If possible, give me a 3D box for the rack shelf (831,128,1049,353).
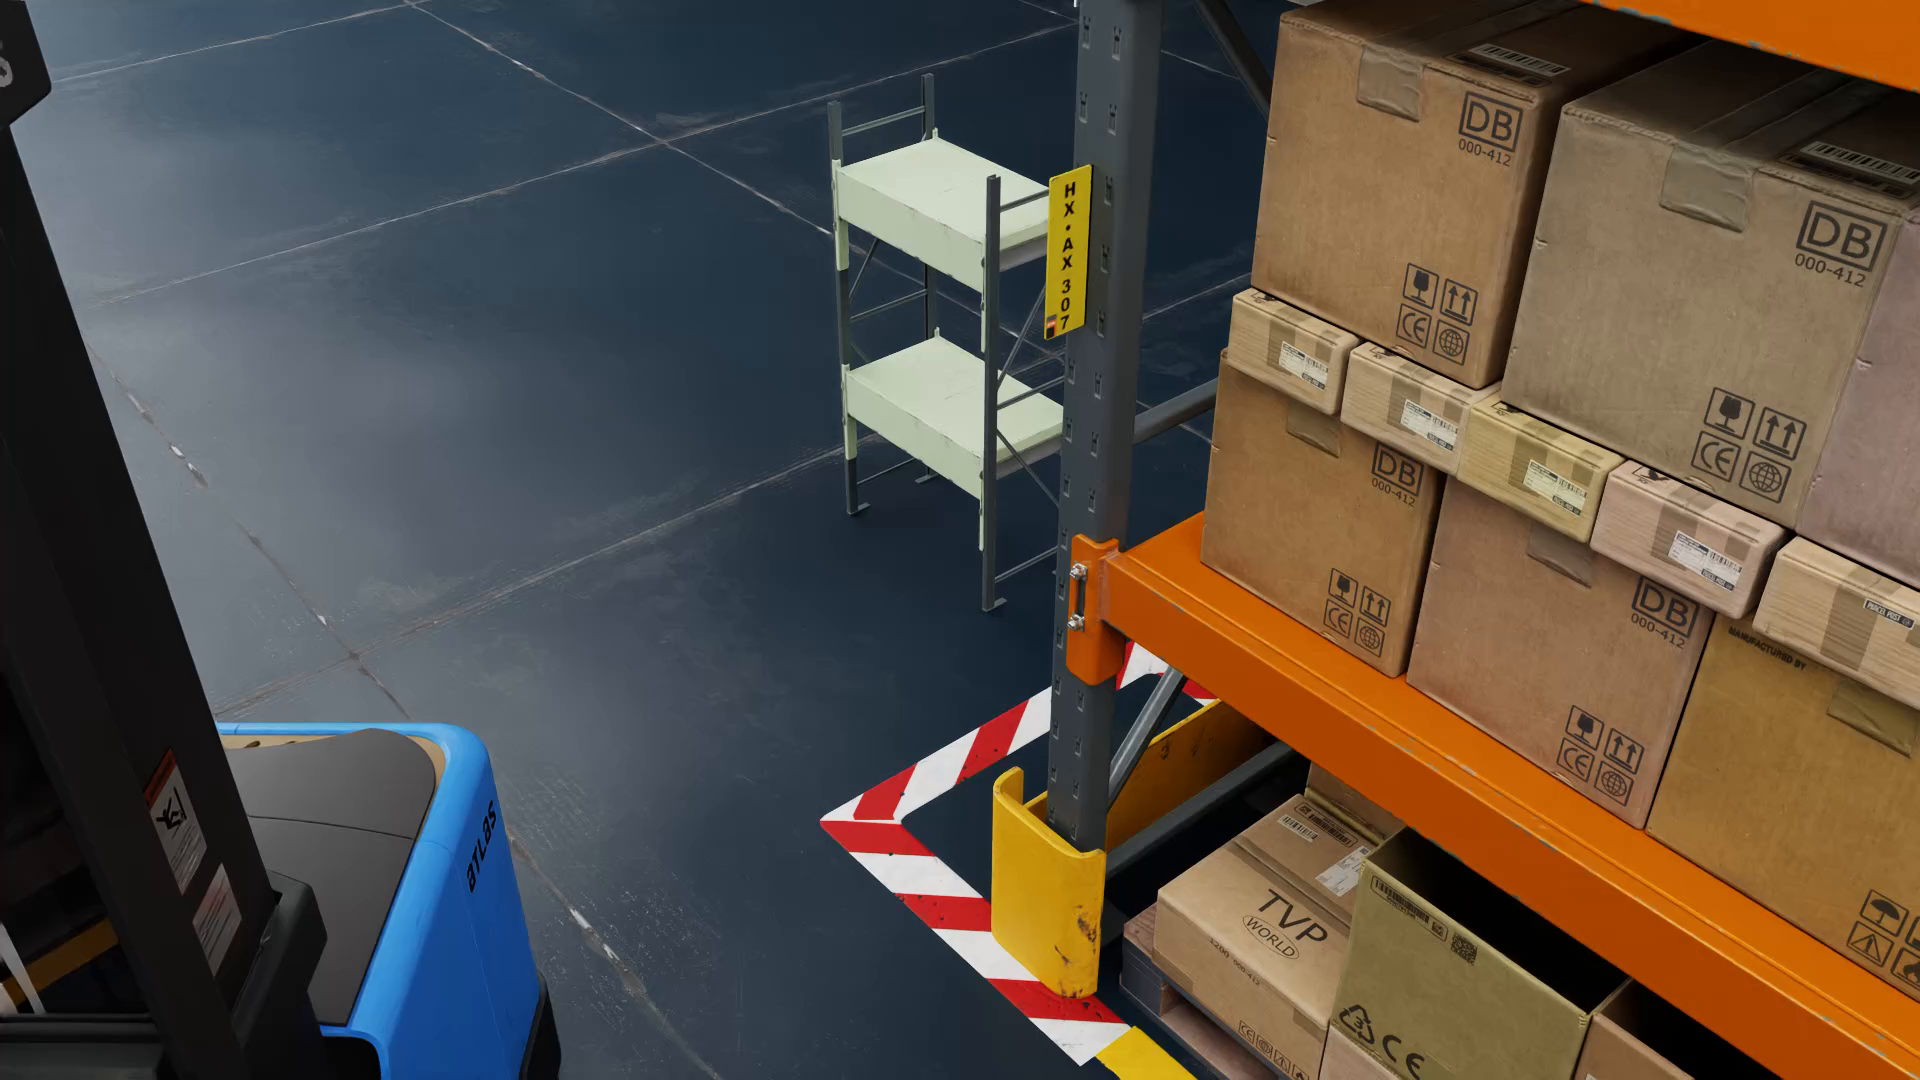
[{"bbox_3d":[-0.004,-0.933,5.095,0.431,0.370,0.720,-26,43,-32],"label":"rack shelf"}]

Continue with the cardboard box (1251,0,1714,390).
[{"bbox_3d":[0.953,-0.685,2.912,0.700,0.500,0.500,-26,43,-32],"label":"cardboard box"}]

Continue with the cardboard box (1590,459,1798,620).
[{"bbox_3d":[1.209,-0.062,2.595,0.380,0.149,0.250,-27,43,-32],"label":"cardboard box"}]

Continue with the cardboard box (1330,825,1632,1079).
[{"bbox_3d":[1.127,0.836,3.342,0.500,0.500,0.500,-26,43,-32],"label":"cardboard box"}]

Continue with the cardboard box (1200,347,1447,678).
[{"bbox_3d":[0.919,-0.179,3.320,0.700,0.500,0.500,-26,43,-32],"label":"cardboard box"}]

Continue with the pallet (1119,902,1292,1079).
[{"bbox_3d":[1.153,1.111,3.998,1.003,0.211,1.213,-26,43,-32],"label":"pallet"}]

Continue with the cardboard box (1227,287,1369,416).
[{"bbox_3d":[0.716,-0.401,3.073,0.380,0.149,0.250,-26,43,-32],"label":"cardboard box"}]

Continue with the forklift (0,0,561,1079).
[{"bbox_3d":[-1.468,0.900,1.943,1.130,2.935,3.031,0,35,0],"label":"forklift"}]

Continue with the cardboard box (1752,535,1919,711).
[{"bbox_3d":[1.383,0.054,2.430,0.380,0.149,0.250,-28,44,-33],"label":"cardboard box"}]

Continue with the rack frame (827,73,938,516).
[{"bbox_3d":[-0.241,-0.777,5.549,0.400,1.500,0.023,-26,43,-32],"label":"rack frame"}]

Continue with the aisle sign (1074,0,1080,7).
[{"bbox_3d":[0.351,-1.324,2.775,0.394,0.787,0.004,-26,43,-32],"label":"aisle sign"}]

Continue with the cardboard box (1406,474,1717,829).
[{"bbox_3d":[1.261,0.051,2.996,0.700,0.500,0.500,-25,42,-31],"label":"cardboard box"}]

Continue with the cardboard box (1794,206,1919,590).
[{"bbox_3d":[1.622,-0.232,2.274,0.700,0.500,0.500,-26,43,-32],"label":"cardboard box"}]

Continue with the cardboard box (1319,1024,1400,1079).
[{"bbox_3d":[1.129,1.141,3.559,0.500,0.250,0.500,-26,43,-32],"label":"cardboard box"}]

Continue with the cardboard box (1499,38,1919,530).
[{"bbox_3d":[1.296,-0.455,2.587,0.700,0.500,0.500,-27,43,-33],"label":"cardboard box"}]

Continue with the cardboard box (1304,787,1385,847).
[{"bbox_3d":[1.199,0.729,4.142,0.500,0.250,0.500,-26,43,-32],"label":"cardboard box"}]

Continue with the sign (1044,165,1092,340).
[{"bbox_3d":[0.199,-0.530,3.085,0.100,0.325,0.005,-26,43,-32],"label":"sign"}]

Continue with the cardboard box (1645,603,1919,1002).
[{"bbox_3d":[1.577,0.273,2.683,0.700,0.500,0.500,-26,43,-31],"label":"cardboard box"}]

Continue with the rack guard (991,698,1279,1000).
[{"bbox_3d":[0.612,0.661,4.384,1.175,0.500,0.348,-26,43,-32],"label":"rack guard"}]

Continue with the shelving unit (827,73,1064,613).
[{"bbox_3d":[-0.004,-0.615,5.321,0.431,1.500,0.755,-26,43,-32],"label":"shelving unit"}]

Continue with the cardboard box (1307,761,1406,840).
[{"bbox_3d":[1.201,0.422,3.926,0.500,0.500,0.500,-26,43,-32],"label":"cardboard box"}]

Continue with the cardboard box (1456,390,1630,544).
[{"bbox_3d":[1.048,-0.174,2.753,0.380,0.149,0.250,-26,43,-32],"label":"cardboard box"}]

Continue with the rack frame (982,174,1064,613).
[{"bbox_3d":[0.232,-0.453,5.093,0.400,1.500,0.023,-26,43,-32],"label":"rack frame"}]

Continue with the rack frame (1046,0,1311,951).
[{"bbox_3d":[0.627,-0.349,3.647,1.000,3.000,0.127,-26,43,-32],"label":"rack frame"}]

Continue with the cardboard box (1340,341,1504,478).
[{"bbox_3d":[0.888,-0.285,2.910,0.380,0.149,0.250,-27,43,-33],"label":"cardboard box"}]

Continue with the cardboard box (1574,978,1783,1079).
[{"bbox_3d":[1.460,1.052,3.037,0.500,0.500,0.500,-26,43,-32],"label":"cardboard box"}]

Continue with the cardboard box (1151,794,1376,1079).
[{"bbox_3d":[0.803,0.922,3.869,0.500,0.250,0.500,-26,43,-32],"label":"cardboard box"}]

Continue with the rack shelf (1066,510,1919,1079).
[{"bbox_3d":[1.918,0.828,2.608,1.077,0.370,4.000,-26,43,-32],"label":"rack shelf"}]

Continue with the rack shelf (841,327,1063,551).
[{"bbox_3d":[-0.004,-0.349,5.509,0.431,0.370,0.720,-26,43,-32],"label":"rack shelf"}]
